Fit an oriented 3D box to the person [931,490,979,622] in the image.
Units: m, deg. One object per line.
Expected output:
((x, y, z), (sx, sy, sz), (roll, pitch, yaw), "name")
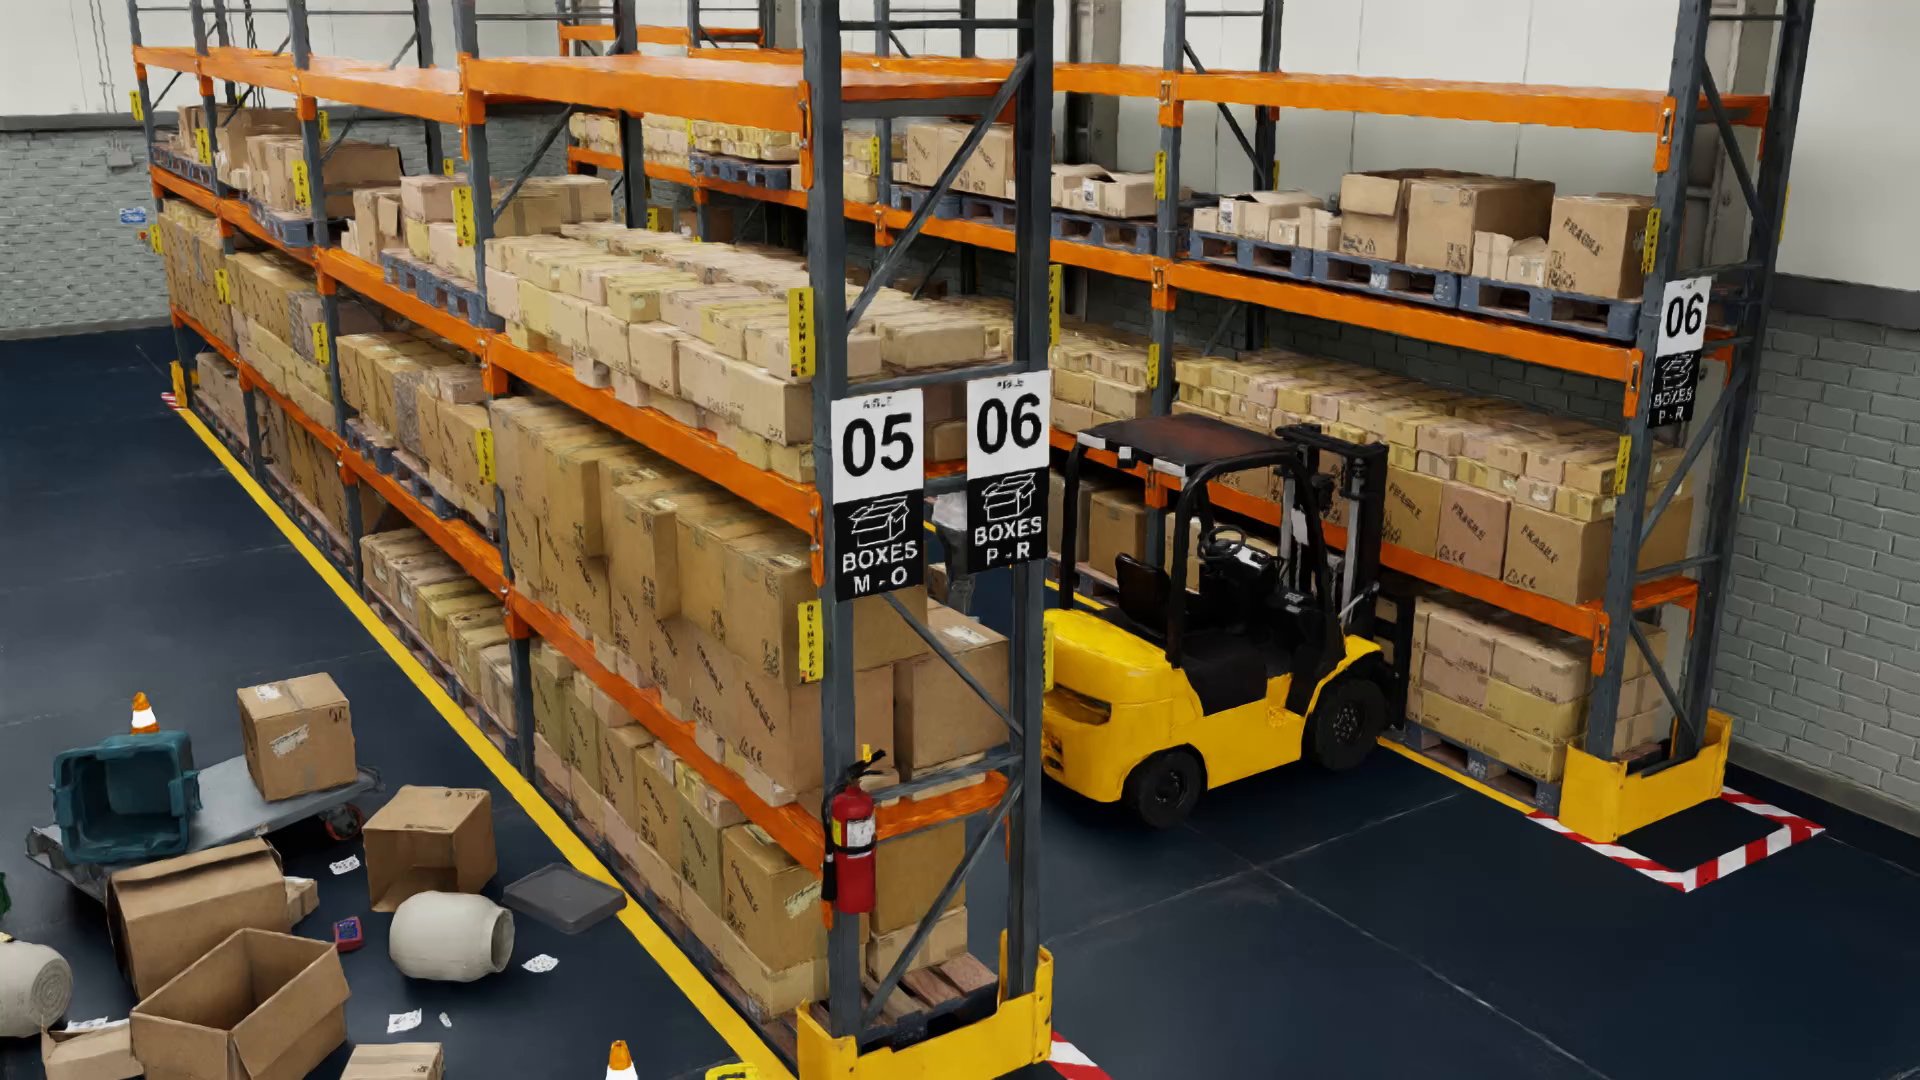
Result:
((0.052, -0.104, 12.275), (0.441, 1.772, 0.619), (-11, 21, -31), "person")
